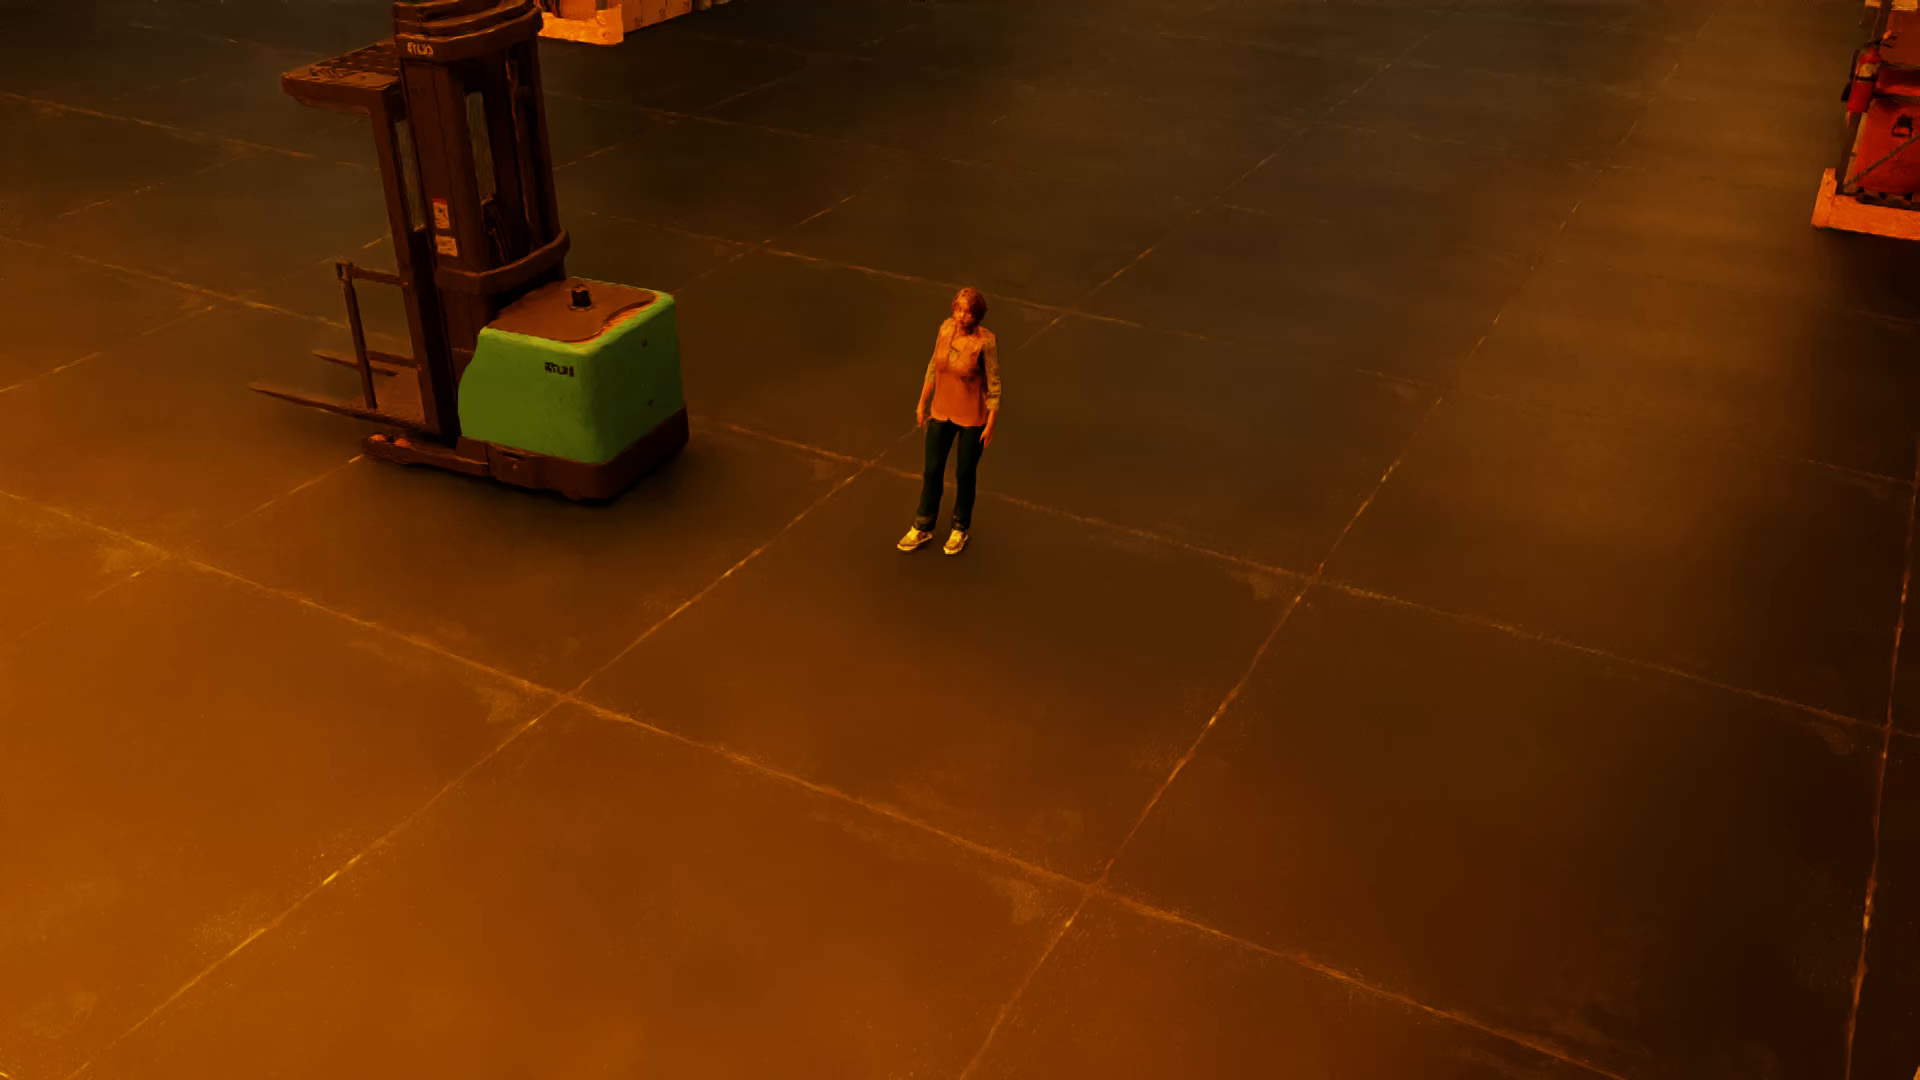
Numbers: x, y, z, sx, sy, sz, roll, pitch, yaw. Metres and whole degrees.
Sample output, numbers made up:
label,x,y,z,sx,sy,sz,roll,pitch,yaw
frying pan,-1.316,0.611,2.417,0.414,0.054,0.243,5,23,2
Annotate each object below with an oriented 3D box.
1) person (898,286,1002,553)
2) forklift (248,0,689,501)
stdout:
label,x,y,z,sx,sy,sz,roll,pitch,yaw
person,-0.048,-0.669,9.550,0.520,1.597,0.474,15,33,25
forklift,-3.363,-1.986,10.513,3.031,2.935,1.130,12,32,20
